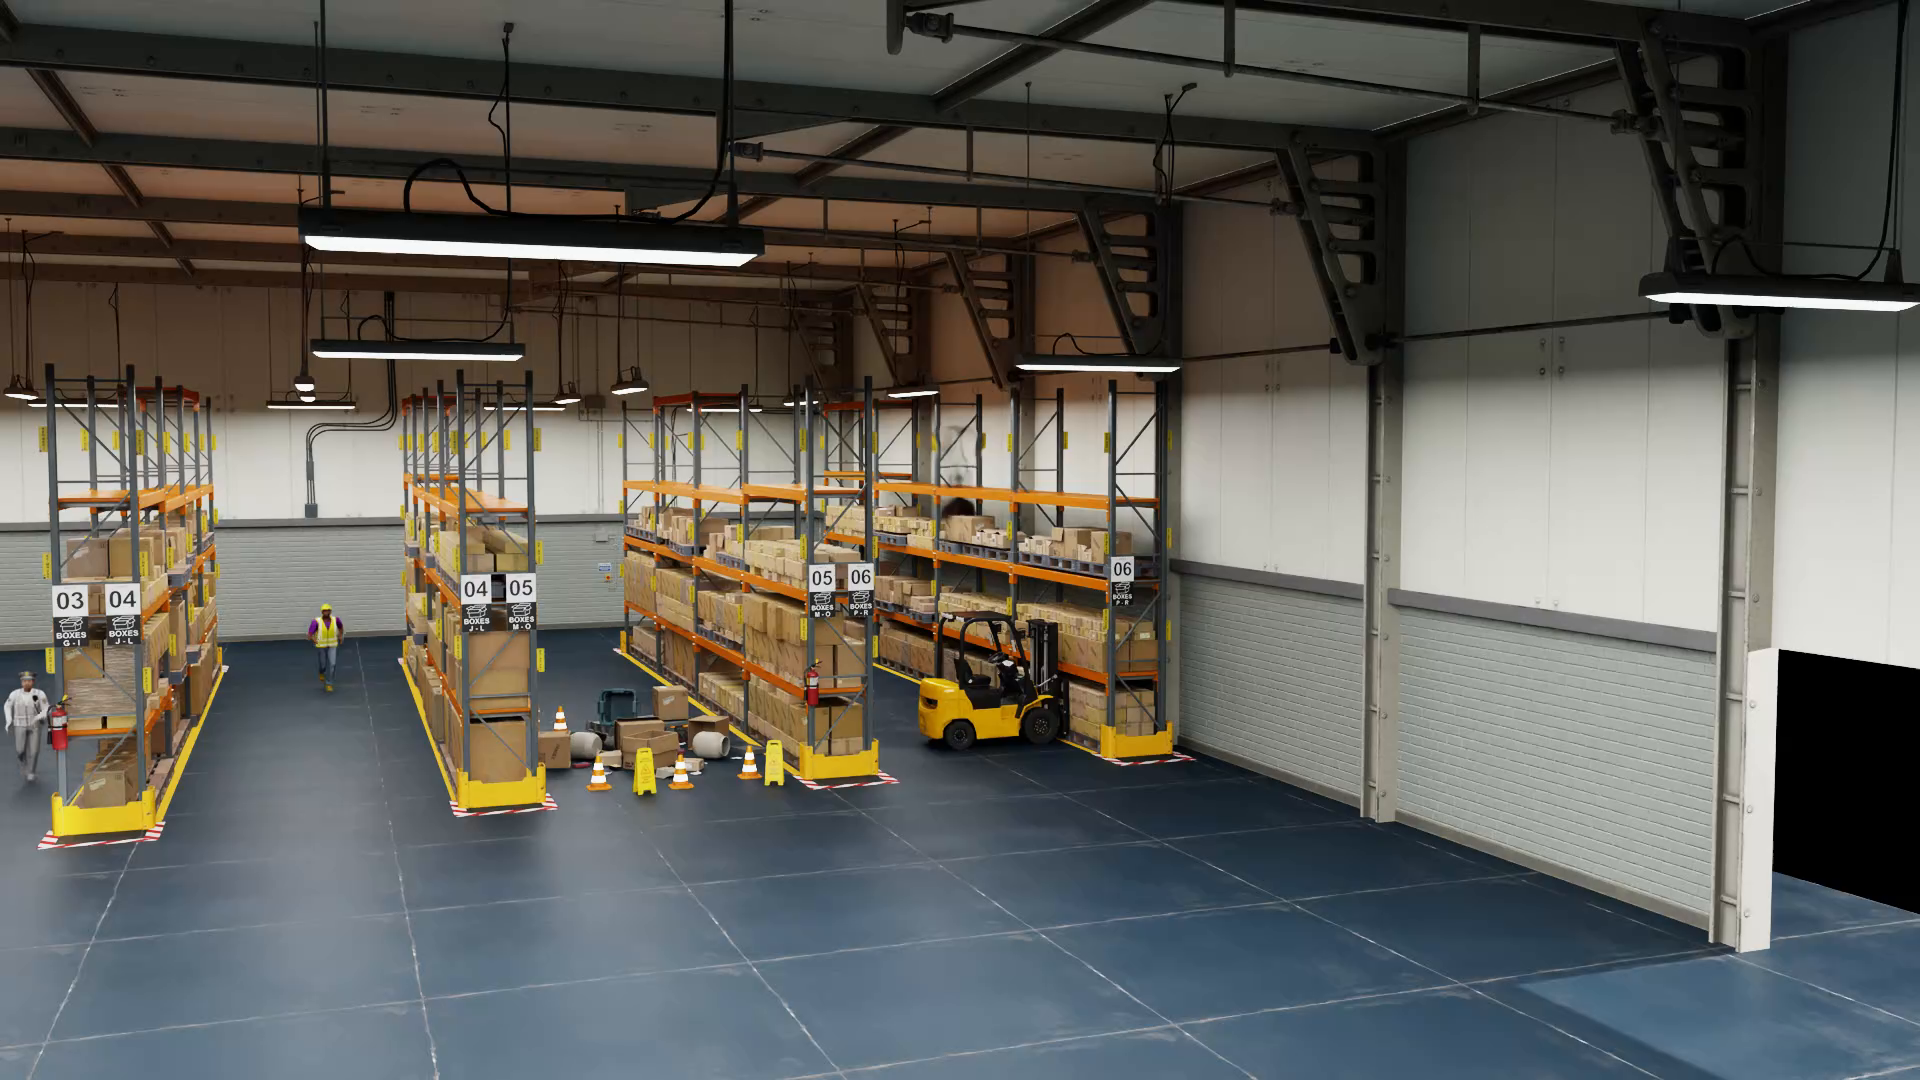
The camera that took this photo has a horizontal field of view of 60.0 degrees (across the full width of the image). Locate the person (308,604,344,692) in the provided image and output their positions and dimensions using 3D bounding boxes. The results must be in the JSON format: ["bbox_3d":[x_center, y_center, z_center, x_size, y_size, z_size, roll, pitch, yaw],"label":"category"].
[{"bbox_3d":[-12.874,2.176,33.809,0.708,1.765,0.824,-2,4,-29],"label":"person"}]

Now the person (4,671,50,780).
[{"bbox_3d":[-13.724,2.740,24.465,0.600,1.638,0.630,-2,4,-27],"label":"person"}]
